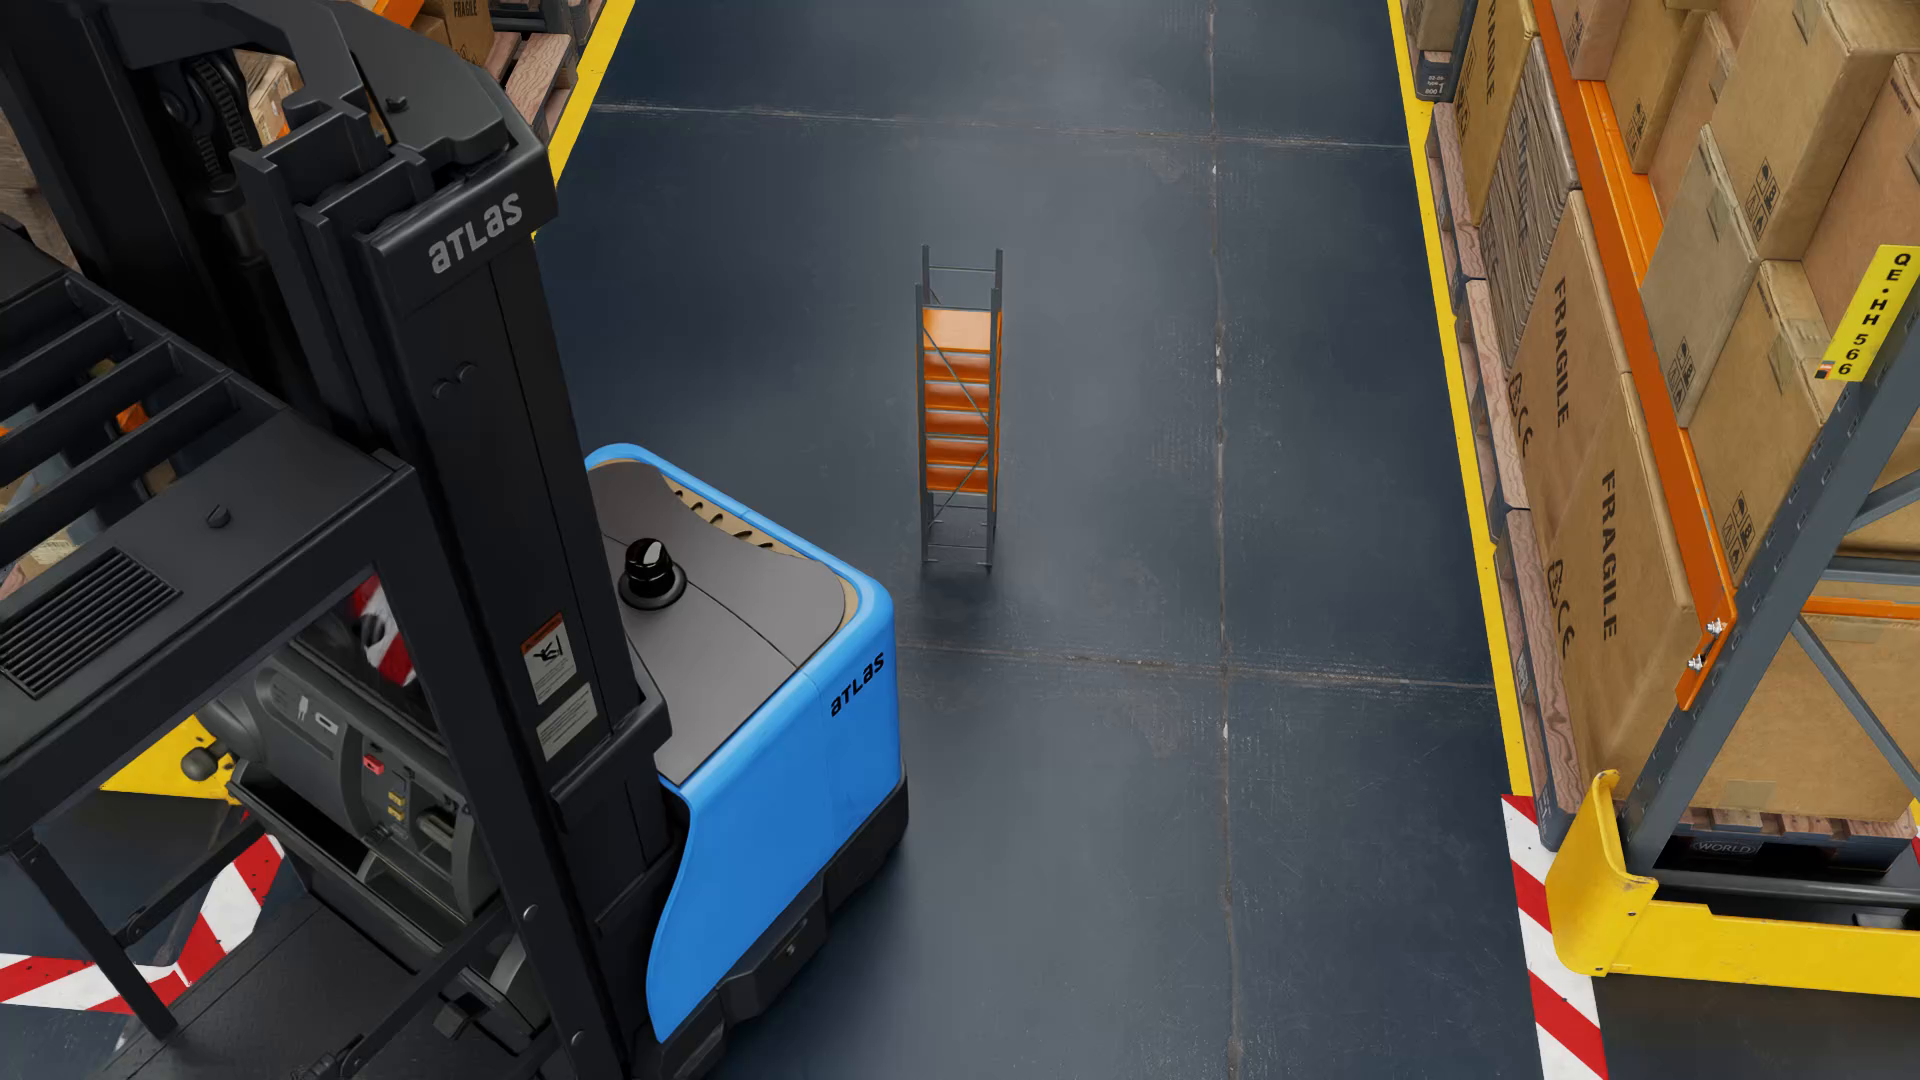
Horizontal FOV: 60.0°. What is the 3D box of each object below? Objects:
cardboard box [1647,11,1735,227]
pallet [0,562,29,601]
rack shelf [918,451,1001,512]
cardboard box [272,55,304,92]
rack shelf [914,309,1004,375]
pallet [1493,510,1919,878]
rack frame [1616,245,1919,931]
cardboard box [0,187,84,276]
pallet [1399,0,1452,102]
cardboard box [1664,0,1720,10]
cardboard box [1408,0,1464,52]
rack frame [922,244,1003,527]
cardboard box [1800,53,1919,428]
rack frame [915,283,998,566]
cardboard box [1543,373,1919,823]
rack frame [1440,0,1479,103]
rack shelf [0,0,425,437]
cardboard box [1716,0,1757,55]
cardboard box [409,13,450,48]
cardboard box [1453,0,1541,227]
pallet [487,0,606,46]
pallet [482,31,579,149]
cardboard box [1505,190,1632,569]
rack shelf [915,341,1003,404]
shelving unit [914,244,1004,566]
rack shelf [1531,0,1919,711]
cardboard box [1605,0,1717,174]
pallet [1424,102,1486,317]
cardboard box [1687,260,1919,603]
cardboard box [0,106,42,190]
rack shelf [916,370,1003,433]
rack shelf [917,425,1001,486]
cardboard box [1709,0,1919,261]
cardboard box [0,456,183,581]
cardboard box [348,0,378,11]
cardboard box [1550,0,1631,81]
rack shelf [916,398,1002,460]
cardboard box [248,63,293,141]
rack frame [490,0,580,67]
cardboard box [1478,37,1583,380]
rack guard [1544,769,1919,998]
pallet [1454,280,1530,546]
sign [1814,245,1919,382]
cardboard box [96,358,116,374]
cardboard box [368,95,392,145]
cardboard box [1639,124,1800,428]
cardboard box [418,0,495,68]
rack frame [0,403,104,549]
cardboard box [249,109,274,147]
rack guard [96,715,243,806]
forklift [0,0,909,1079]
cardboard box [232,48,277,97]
[{"bbox_3d":[2.468,-1.044,4.570,0.875,0.550,0.550,4,48,4],"label":"cardboard box"},{"bbox_3d":[-2.540,-0.026,5.631,1.003,0.211,1.213,4,48,4],"label":"pallet"},{"bbox_3d":[-0.001,-0.202,5.507,0.258,0.103,0.180,4,48,4],"label":"rack shelf"},{"bbox_3d":[-2.159,-1.521,5.279,0.380,0.149,0.250,4,48,4],"label":"cardboard box"},{"bbox_3d":[-0.001,-0.607,5.065,0.258,0.103,0.180,4,48,4],"label":"rack shelf"},{"bbox_3d":[2.269,0.439,5.205,1.003,0.211,1.213,4,48,4],"label":"pallet"},{"bbox_3d":[2.274,0.091,3.634,1.000,3.000,0.127,4,48,4],"label":"rack frame"},{"bbox_3d":[-2.578,-0.853,4.228,0.875,0.500,0.500,4,48,4],"label":"cardboard box"},{"bbox_3d":[2.634,-2.479,7.875,1.003,0.211,1.213,4,48,4],"label":"pallet"},{"bbox_3d":[2.410,-1.805,4.535,0.875,0.550,0.500,4,48,4],"label":"cardboard box"},{"bbox_3d":[2.606,-2.693,7.420,1.050,0.750,0.750,4,48,3],"label":"cardboard box"},{"bbox_3d":[0.007,-0.462,5.359,0.240,1.200,0.006,4,48,4],"label":"rack frame"},{"bbox_3d":[2.347,-0.594,3.427,0.875,0.550,0.550,4,48,4],"label":"cardboard box"},{"bbox_3d":[-0.010,-0.327,5.236,0.240,1.200,0.006,4,48,4],"label":"rack frame"},{"bbox_3d":[2.270,0.164,4.723,0.875,0.875,0.875,4,48,4],"label":"cardboard box"},{"bbox_3d":[2.639,-2.848,6.322,1.000,3.000,0.127,4,48,4],"label":"rack frame"},{"bbox_3d":[-2.474,-1.544,5.617,1.077,0.370,4.000,4,48,4],"label":"rack shelf"},{"bbox_3d":[2.491,-1.407,4.171,0.875,0.550,0.550,4,48,4],"label":"cardboard box"},{"bbox_3d":[-2.412,-1.842,6.811,0.500,0.500,0.500,18,50,16],"label":"cardboard box"},{"bbox_3d":[2.512,-1.816,6.533,0.875,0.875,0.875,5,48,4],"label":"cardboard box"},{"bbox_3d":[-2.222,-2.887,8.248,1.003,0.211,1.213,4,48,4],"label":"pallet"},{"bbox_3d":[-2.317,-1.819,7.271,1.003,0.211,1.213,4,48,4],"label":"pallet"},{"bbox_3d":[2.348,-0.483,5.314,0.875,0.875,0.875,3,48,3],"label":"cardboard box"},{"bbox_3d":[-0.001,-0.526,5.153,0.258,0.103,0.180,4,48,4],"label":"rack shelf"},{"bbox_3d":[-0.001,-0.394,5.298,0.258,1.200,0.189,4,48,4],"label":"shelving unit"},{"bbox_3d":[2.457,-1.136,5.244,1.077,0.370,4.000,4,48,4],"label":"rack shelf"},{"bbox_3d":[2.475,-1.436,4.929,0.875,0.550,0.500,4,48,4],"label":"cardboard box"},{"bbox_3d":[2.492,-1.354,6.845,1.003,0.211,1.213,4,48,4],"label":"pallet"},{"bbox_3d":[2.263,-0.235,3.831,0.875,0.550,0.550,4,48,4],"label":"cardboard box"},{"bbox_3d":[-2.334,-1.174,3.844,0.500,0.500,0.500,4,48,4],"label":"cardboard box"},{"bbox_3d":[-0.001,-0.445,5.242,0.258,0.103,0.180,4,48,4],"label":"rack shelf"},{"bbox_3d":[-0.001,-0.283,5.419,0.258,0.103,0.180,4,48,4],"label":"rack shelf"},{"bbox_3d":[2.305,-1.005,3.803,0.875,0.550,0.550,4,48,4],"label":"cardboard box"},{"bbox_3d":[-2.582,-0.073,5.193,0.500,0.500,0.500,12,49,11],"label":"cardboard box"},{"bbox_3d":[-2.169,-1.892,5.618,0.380,0.149,0.250,4,48,4],"label":"cardboard box"},{"bbox_3d":[2.423,-1.832,5.292,0.875,0.550,0.550,4,48,4],"label":"cardboard box"},{"bbox_3d":[-0.001,-0.364,5.330,0.258,0.103,0.180,4,48,4],"label":"rack shelf"},{"bbox_3d":[-2.285,-1.344,5.117,0.380,0.149,0.250,4,48,4],"label":"cardboard box"},{"bbox_3d":[-2.291,-3.256,6.695,1.000,3.000,0.127,4,48,4],"label":"rack frame"},{"bbox_3d":[2.434,-1.153,5.927,0.875,0.875,0.875,4,48,4],"label":"cardboard box"},{"bbox_3d":[2.272,0.952,4.540,1.175,0.500,0.348,4,48,4],"label":"rack guard"},{"bbox_3d":[2.383,-0.455,6.023,1.003,0.211,1.213,4,48,4],"label":"pallet"},{"bbox_3d":[1.735,-0.426,3.162,0.100,0.325,0.005,4,48,4],"label":"sign"},{"bbox_3d":[-2.392,-0.425,4.277,0.380,0.149,0.250,4,48,4],"label":"cardboard box"},{"bbox_3d":[-2.391,-1.380,6.389,0.500,0.500,0.500,0,48,0],"label":"cardboard box"},{"bbox_3d":[2.291,-0.641,4.202,0.875,0.550,0.550,4,48,4],"label":"cardboard box"},{"bbox_3d":[-2.368,-2.263,7.196,0.500,0.500,0.500,3,48,2],"label":"cardboard box"},{"bbox_3d":[-2.656,-0.317,4.007,1.000,3.000,0.127,4,48,4],"label":"rack frame"},{"bbox_3d":[-2.281,-1.159,4.947,0.380,0.149,0.250,4,48,4],"label":"cardboard box"},{"bbox_3d":[-2.649,0.471,4.980,1.175,0.500,0.348,4,48,4],"label":"rack guard"},{"bbox_3d":[-1.429,0.532,3.278,1.130,2.935,3.031,28,54,24],"label":"forklift"},{"bbox_3d":[-2.564,-1.593,4.905,0.875,0.500,0.500,4,48,4],"label":"cardboard box"}]
